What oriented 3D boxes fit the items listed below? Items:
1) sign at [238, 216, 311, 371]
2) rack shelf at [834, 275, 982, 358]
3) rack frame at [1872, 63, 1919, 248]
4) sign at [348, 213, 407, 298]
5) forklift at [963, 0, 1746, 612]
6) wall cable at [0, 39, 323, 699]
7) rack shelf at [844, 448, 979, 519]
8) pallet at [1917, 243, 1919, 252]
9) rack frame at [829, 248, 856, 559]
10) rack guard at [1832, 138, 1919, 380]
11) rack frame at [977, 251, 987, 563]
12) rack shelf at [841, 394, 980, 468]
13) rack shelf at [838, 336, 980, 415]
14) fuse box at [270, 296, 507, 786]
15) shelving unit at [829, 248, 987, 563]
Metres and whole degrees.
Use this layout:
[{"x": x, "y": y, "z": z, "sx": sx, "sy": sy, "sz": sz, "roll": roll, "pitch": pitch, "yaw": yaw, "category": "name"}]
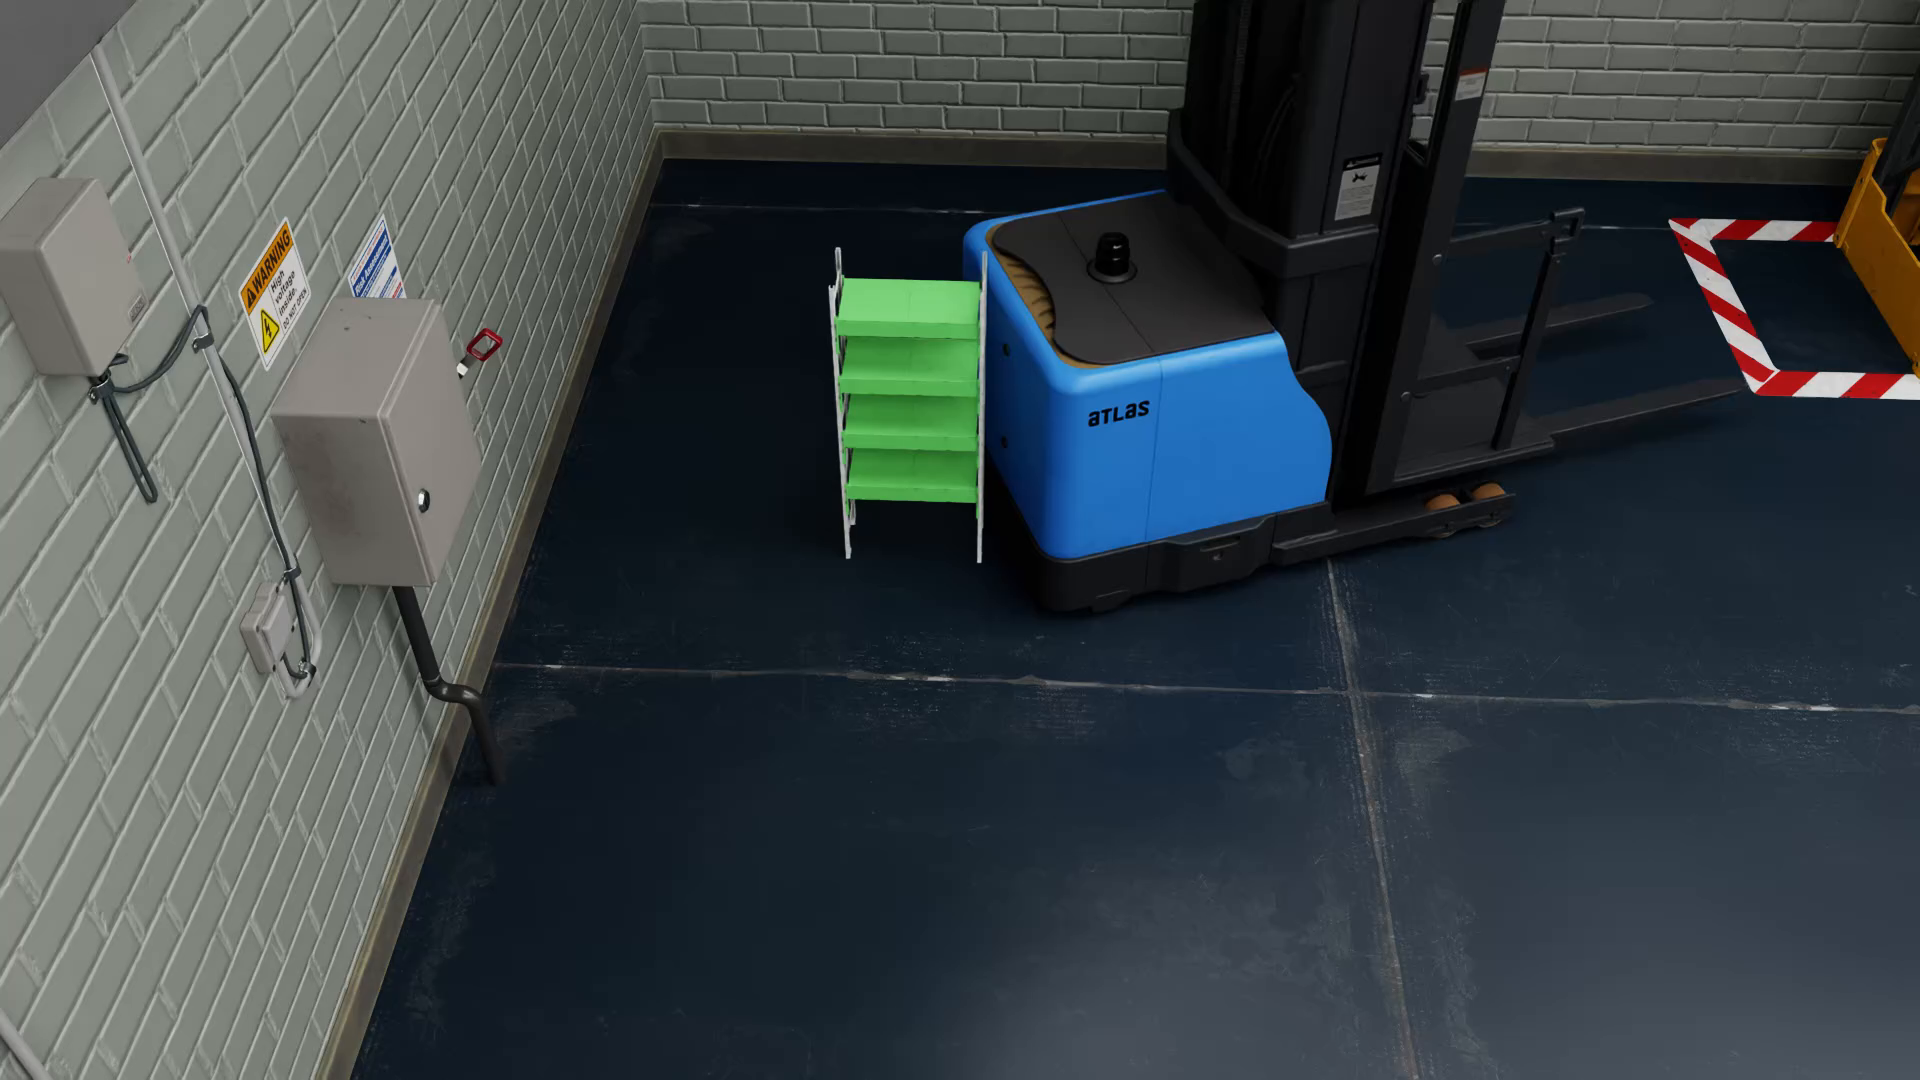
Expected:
[{"x": -1.684, "y": -0.608, "z": 4.096, "sx": 0.001, "sy": 0.242, "sz": 0.339, "roll": 2, "pitch": 43, "yaw": 2, "category": "sign"}, {"x": -0.167, "y": -0.748, "z": 5.562, "sx": 0.480, "sy": 0.148, "sz": 0.258, "roll": 2, "pitch": 43, "yaw": 2, "category": "rack shelf"}, {"x": 4.139, "y": -2.134, "z": 6.340, "sx": 0.127, "sy": 3.000, "sz": 1.000, "roll": 2, "pitch": 43, "yaw": 2, "category": "rack frame"}, {"x": -1.659, "y": -0.645, "z": 4.811, "sx": 0.001, "sy": 0.494, "sz": 0.329, "roll": 2, "pitch": 43, "yaw": 2, "category": "sign"}, {"x": 1.571, "y": -1.411, "z": 5.614, "sx": 3.031, "sy": 2.935, "sz": 1.130, "roll": -13, "pitch": 44, "yaw": -13, "category": "forklift"}, {"x": -1.663, "y": -0.249, "z": 3.571, "sx": 0.122, "sy": 1.984, "sz": 0.588, "roll": 2, "pitch": 43, "yaw": 2, "category": "wall cable"}, {"x": -0.167, "y": -0.221, "z": 6.053, "sx": 0.480, "sy": 0.148, "sz": 0.258, "roll": 2, "pitch": 43, "yaw": 2, "category": "rack shelf"}, {"x": 5.011, "y": -1.087, "z": 7.263, "sx": 1.213, "sy": 0.211, "sz": 1.003, "roll": 2, "pitch": 43, "yaw": 2, "category": "pallet"}, {"x": -0.411, "y": -0.451, "z": 5.854, "sx": 0.015, "sy": 1.200, "sz": 0.240, "roll": 2, "pitch": 43, "yaw": 2, "category": "rack frame"}, {"x": 4.215, "y": -1.217, "z": 7.190, "sx": 0.348, "sy": 0.500, "sz": 1.175, "roll": 2, "pitch": 43, "yaw": 2, "category": "rack guard"}, {"x": 0.077, "y": -0.436, "z": 5.838, "sx": 0.015, "sy": 1.200, "sz": 0.240, "roll": 2, "pitch": 43, "yaw": 2, "category": "rack frame"}, {"x": -0.167, "y": -0.397, "z": 5.890, "sx": 0.480, "sy": 0.148, "sz": 0.258, "roll": 2, "pitch": 43, "yaw": 2, "category": "rack shelf"}, {"x": -0.167, "y": -0.573, "z": 5.726, "sx": 0.480, "sy": 0.148, "sz": 0.258, "roll": 2, "pitch": 43, "yaw": 2, "category": "rack shelf"}, {"x": -1.475, "y": 0.134, "z": 4.850, "sx": 0.414, "sy": 1.711, "sz": 0.539, "roll": 2, "pitch": 43, "yaw": 2, "category": "fuse box"}, {"x": -0.167, "y": -0.444, "z": 5.846, "sx": 0.503, "sy": 1.200, "sz": 0.258, "roll": 2, "pitch": 43, "yaw": 2, "category": "shelving unit"}]
